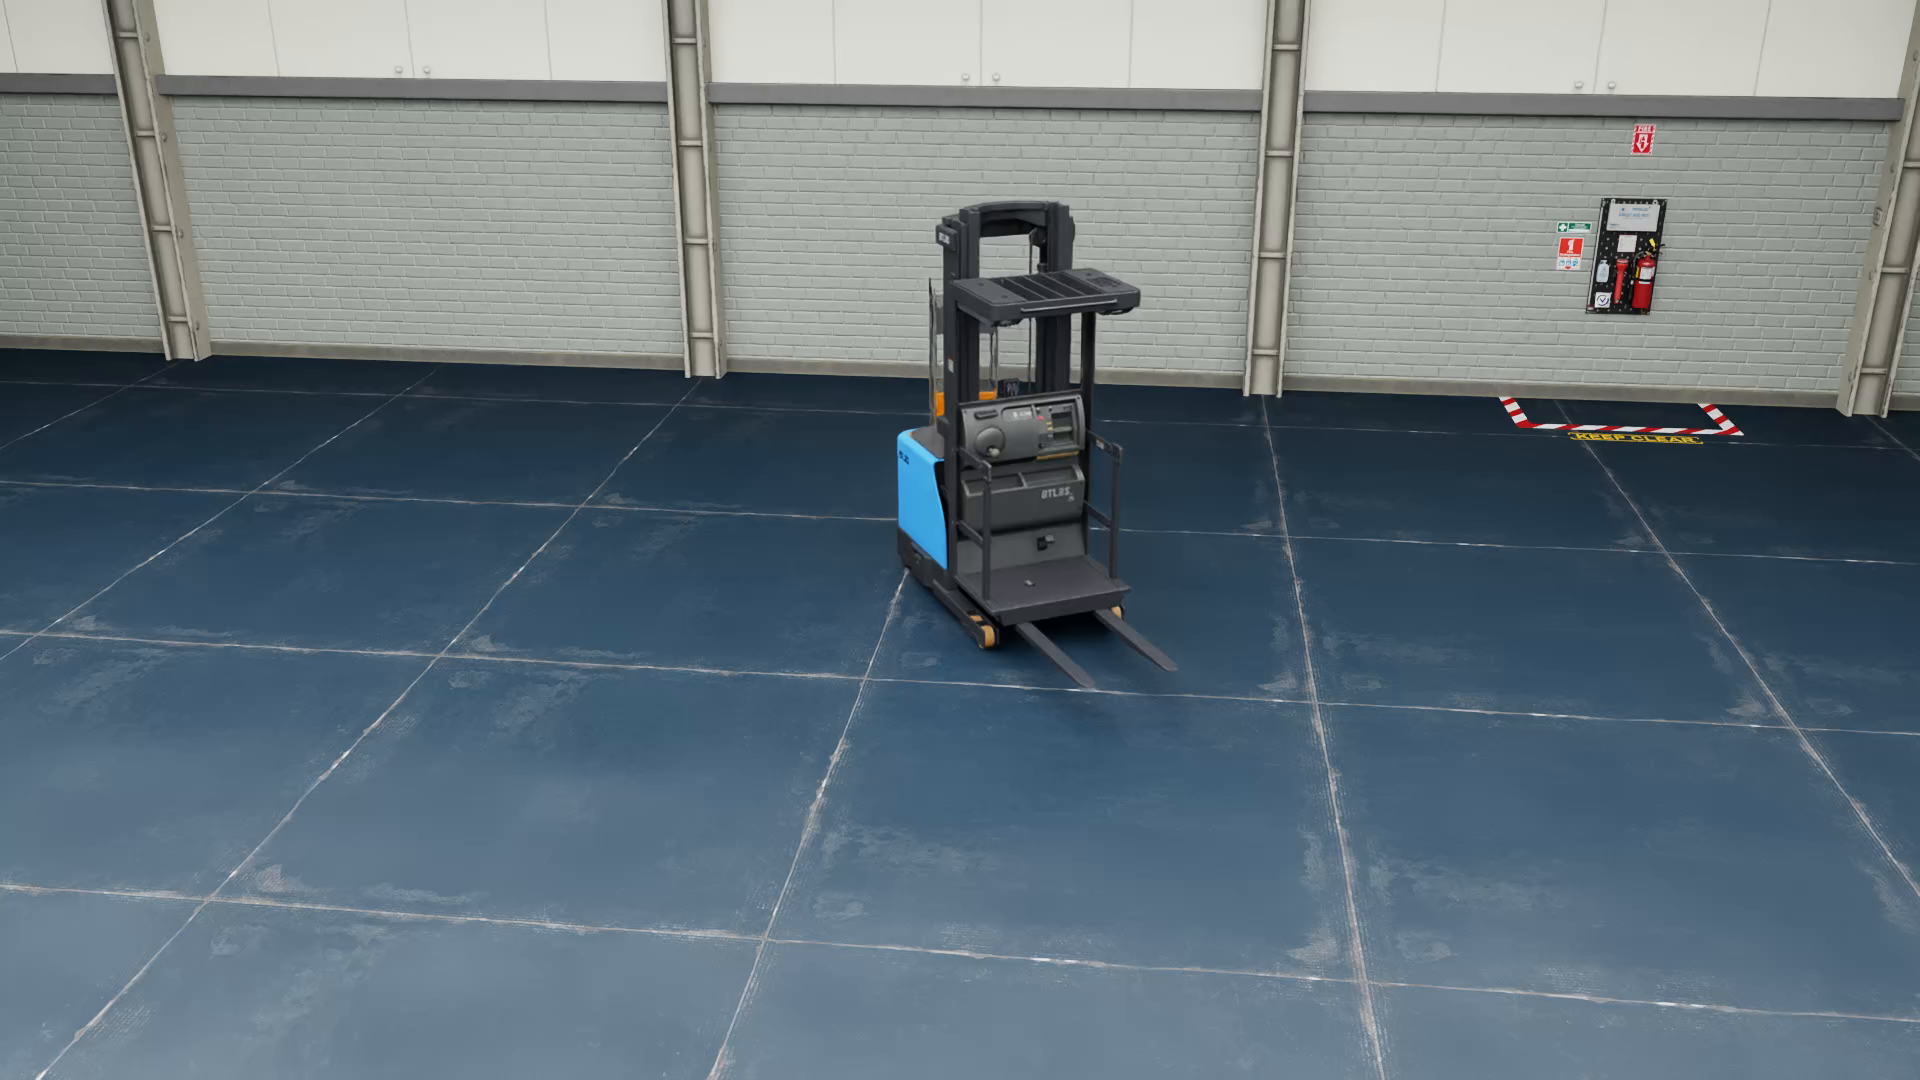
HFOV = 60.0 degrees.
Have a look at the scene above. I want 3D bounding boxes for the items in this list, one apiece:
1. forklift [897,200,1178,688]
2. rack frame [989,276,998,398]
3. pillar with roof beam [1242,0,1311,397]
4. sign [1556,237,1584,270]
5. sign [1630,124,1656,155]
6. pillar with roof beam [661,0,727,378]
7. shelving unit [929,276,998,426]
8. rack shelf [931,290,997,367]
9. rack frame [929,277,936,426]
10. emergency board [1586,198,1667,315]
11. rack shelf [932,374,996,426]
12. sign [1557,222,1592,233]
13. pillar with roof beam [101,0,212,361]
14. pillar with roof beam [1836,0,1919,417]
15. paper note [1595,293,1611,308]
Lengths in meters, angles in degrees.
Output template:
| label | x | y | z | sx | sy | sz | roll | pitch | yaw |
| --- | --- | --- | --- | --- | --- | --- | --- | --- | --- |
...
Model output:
| label | x | y | z | sx | sy | sz | roll | pitch | yaw |
| --- | --- | --- | --- | --- | --- | --- | --- | --- | --- |
| forklift | 0.536 | -0.777 | 11.578 | 1.130 | 2.935 | 3.031 | -9 | 23 | -21 |
| rack frame | 0.268 | -1.047 | 13.392 | 0.015 | 2.100 | 0.400 | -2 | 22 | -6 |
| pillar with roof beam | 2.678 | -4.169 | 11.906 | 0.400 | 9.000 | 9.100 | 2 | 22 | 6 |
| sign | 6.156 | -2.891 | 16.782 | 0.234 | 0.329 | 0.001 | 2 | 22 | 6 |
| sign | 6.697 | -3.927 | 16.300 | 0.199 | 0.298 | 0.001 | 2 | 22 | 6 |
| pillar with roof beam | -3.281 | -4.429 | 12.562 | 0.400 | 9.000 | 9.100 | 2 | 22 | 6 |
| shelving unit | 0.026 | -1.037 | 13.367 | 0.503 | 2.100 | 0.431 | -2 | 22 | -6 |
| rack shelf | 0.026 | -1.675 | 13.115 | 0.480 | 0.518 | 0.431 | -2 | 22 | -6 |
| rack frame | -0.217 | -1.027 | 13.342 | 0.015 | 2.100 | 0.400 | -2 | 22 | -6 |
| emergency board | 6.693 | -2.812 | 16.633 | 0.643 | 1.169 | 0.194 | 2 | 22 | 6 |
| rack shelf | 0.026 | -1.025 | 13.372 | 0.480 | 0.518 | 0.431 | -2 | 22 | -6 |
| sign | 6.159 | -3.134 | 16.676 | 0.331 | 0.109 | 0.001 | 2 | 22 | 6 |
| pillar with roof beam | -9.239 | -4.688 | 13.219 | 0.400 | 9.000 | 9.100 | 2 | 22 | 6 |
| pillar with roof beam | 8.636 | -3.910 | 11.249 | 0.400 | 9.000 | 9.100 | 2 | 22 | 6 |
| paper note | 6.525 | -2.436 | 16.878 | 0.142 | 0.148 | 0.016 | 2 | 22 | 6 |
